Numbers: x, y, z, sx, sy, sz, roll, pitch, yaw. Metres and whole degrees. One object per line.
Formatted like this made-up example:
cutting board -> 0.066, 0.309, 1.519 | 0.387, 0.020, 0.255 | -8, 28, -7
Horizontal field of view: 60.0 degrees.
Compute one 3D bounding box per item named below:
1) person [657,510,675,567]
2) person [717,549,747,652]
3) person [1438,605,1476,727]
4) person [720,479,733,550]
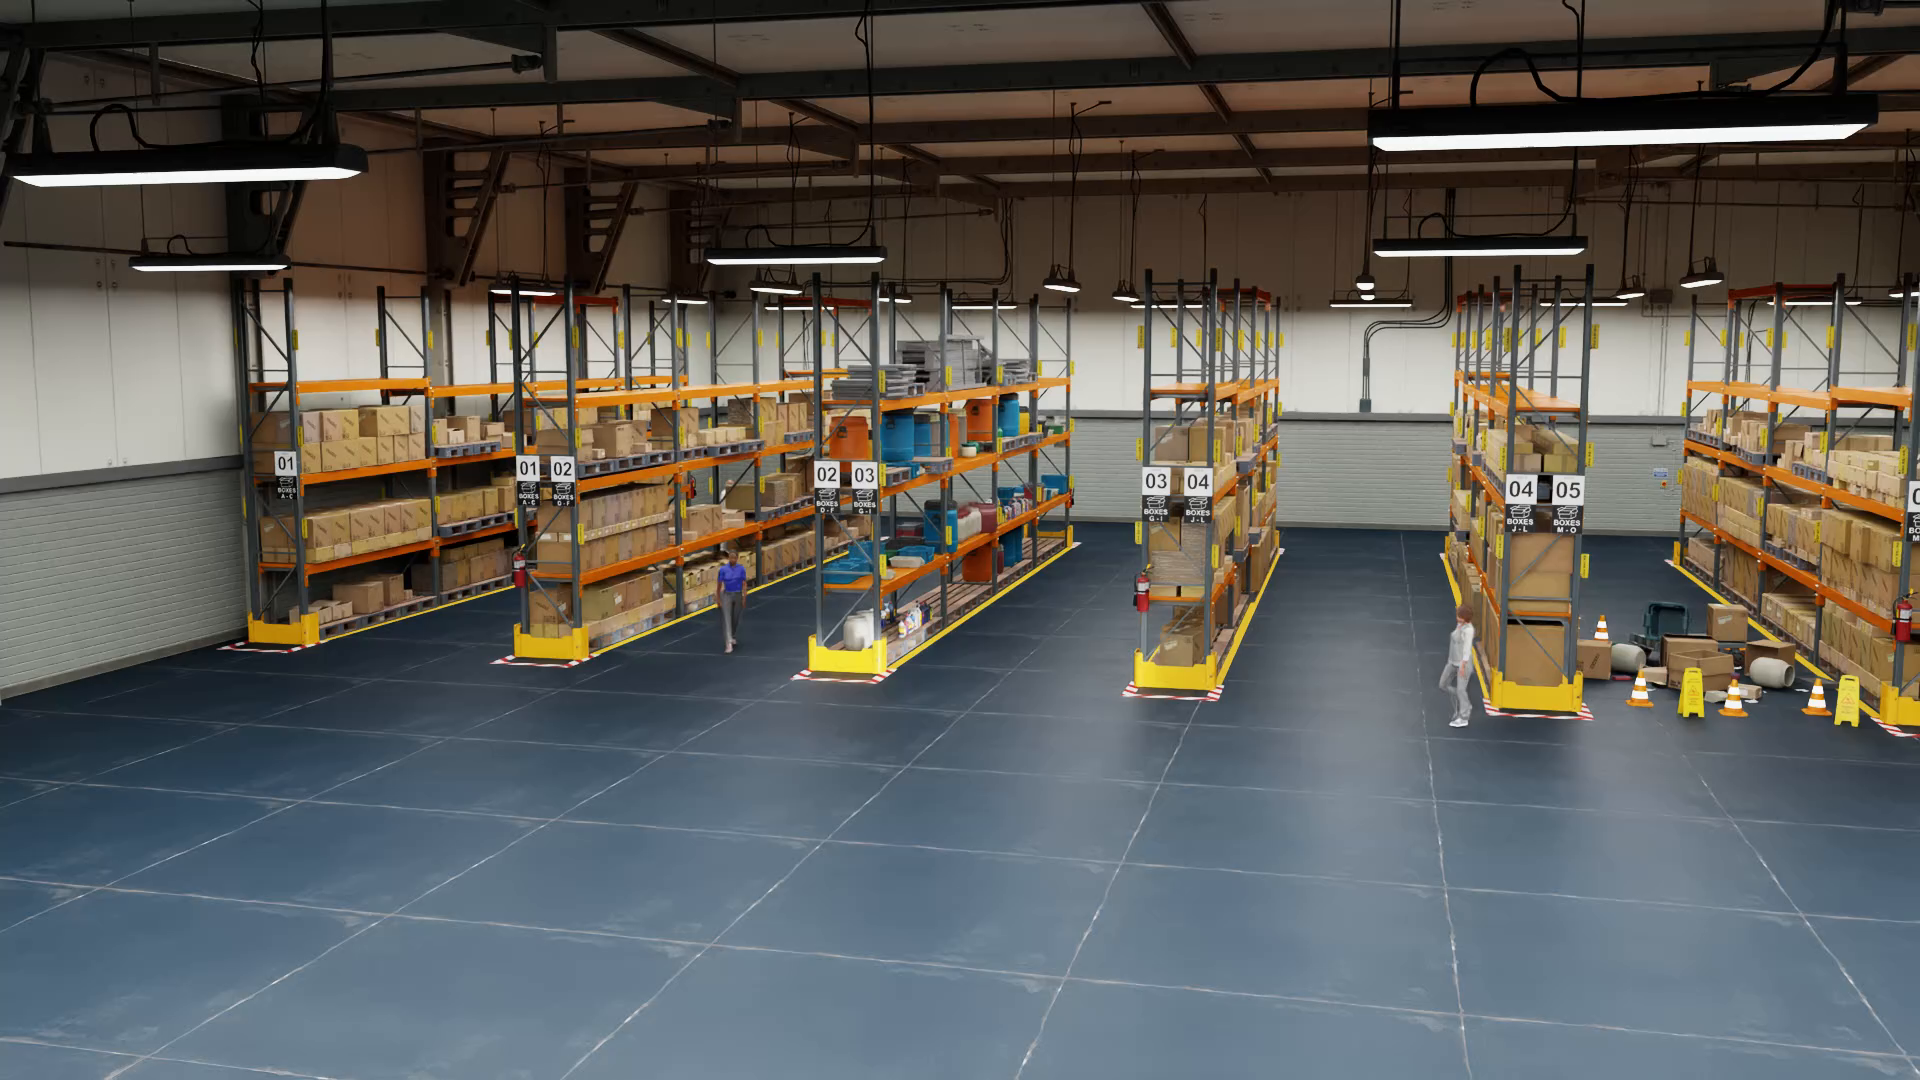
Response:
person -> -6.334, -0.111, 35.818 | 0.490, 1.626, 0.872 | 1, 7, 12
person -> -3.698, 0.952, 26.973 | 0.487, 1.605, 0.946 | -3, 8, -24
person -> 6.464, 1.626, 21.494 | 0.409, 1.590, 0.422 | -3, 7, -22
person -> -5.436, -0.571, 39.155 | 0.694, 1.713, 1.129 | 2, 7, 17
